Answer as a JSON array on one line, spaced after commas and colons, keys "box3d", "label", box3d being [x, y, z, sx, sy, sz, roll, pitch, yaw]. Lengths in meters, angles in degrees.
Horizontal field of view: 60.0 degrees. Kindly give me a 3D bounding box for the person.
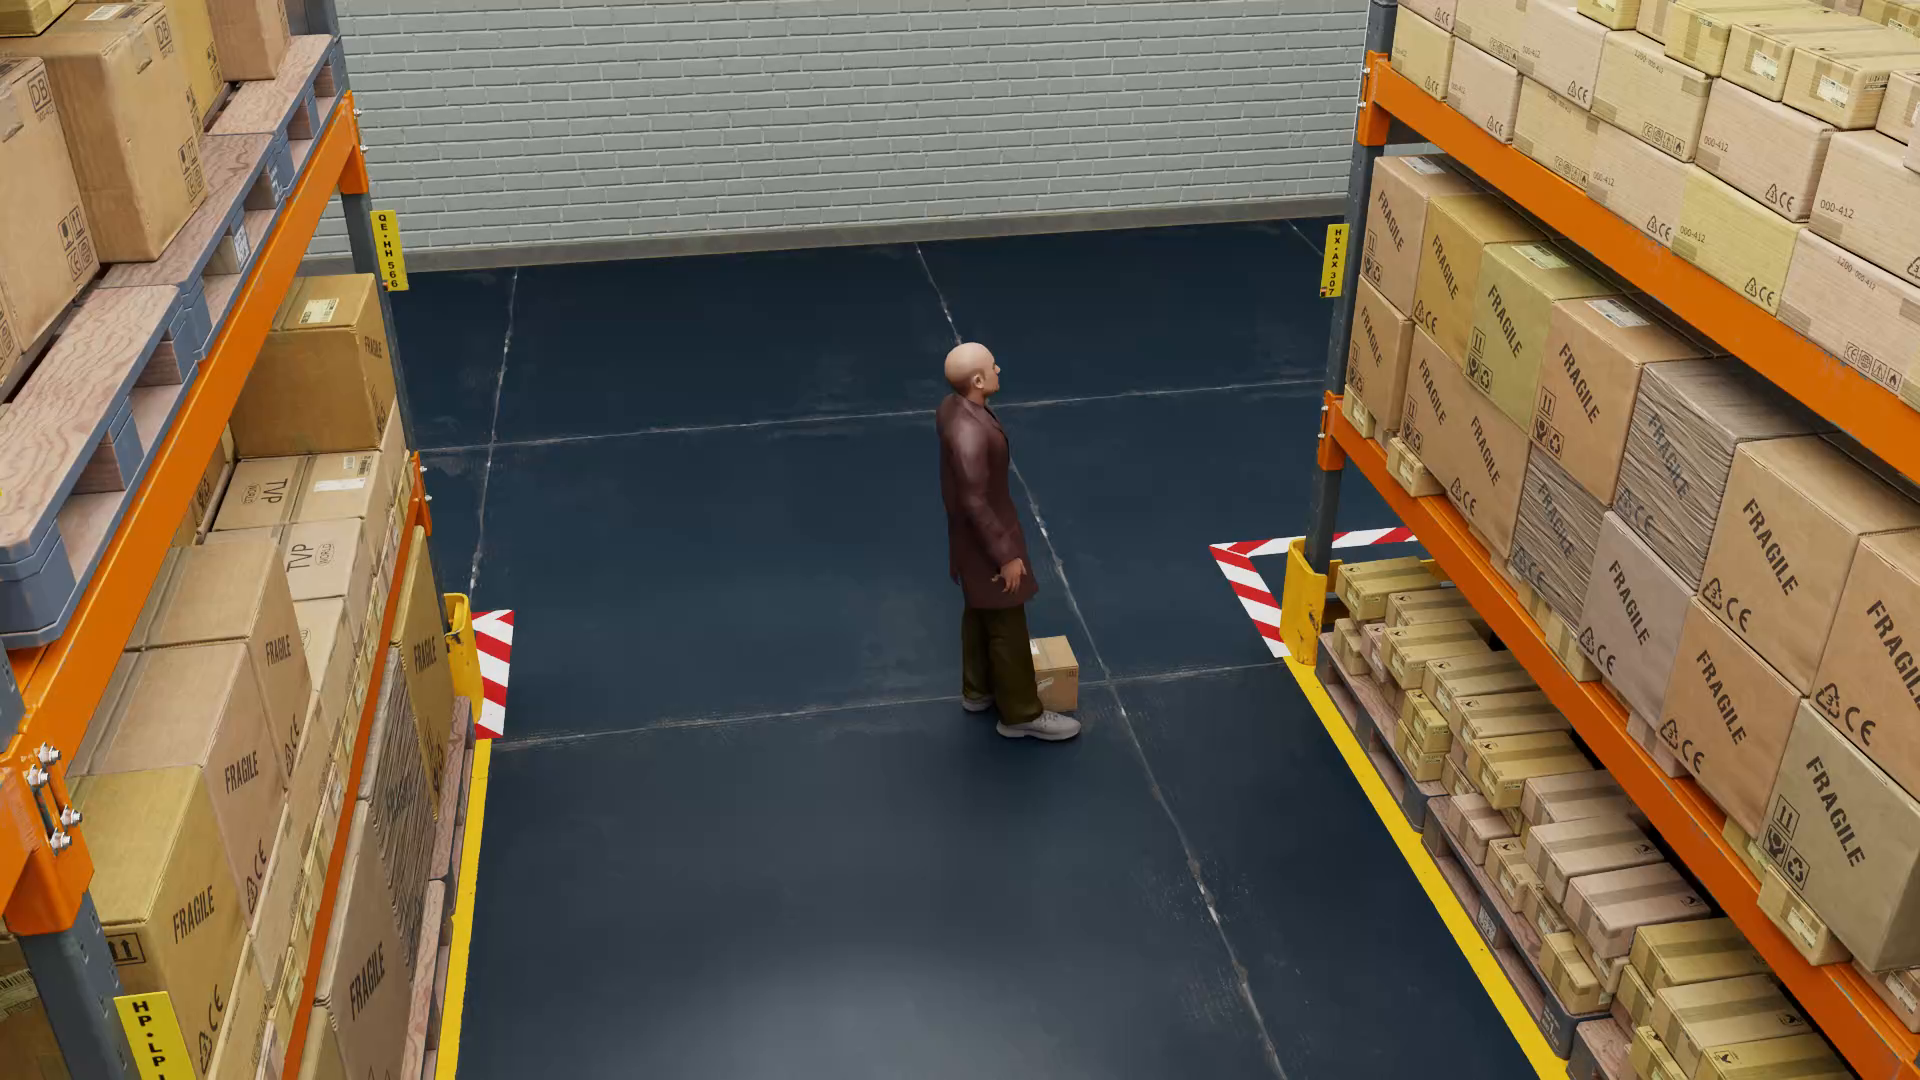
[{"box3d": [0.202, -0.016, 7.156, 0.582, 1.775, 0.694, -5, 31, -9], "label": "person"}]
